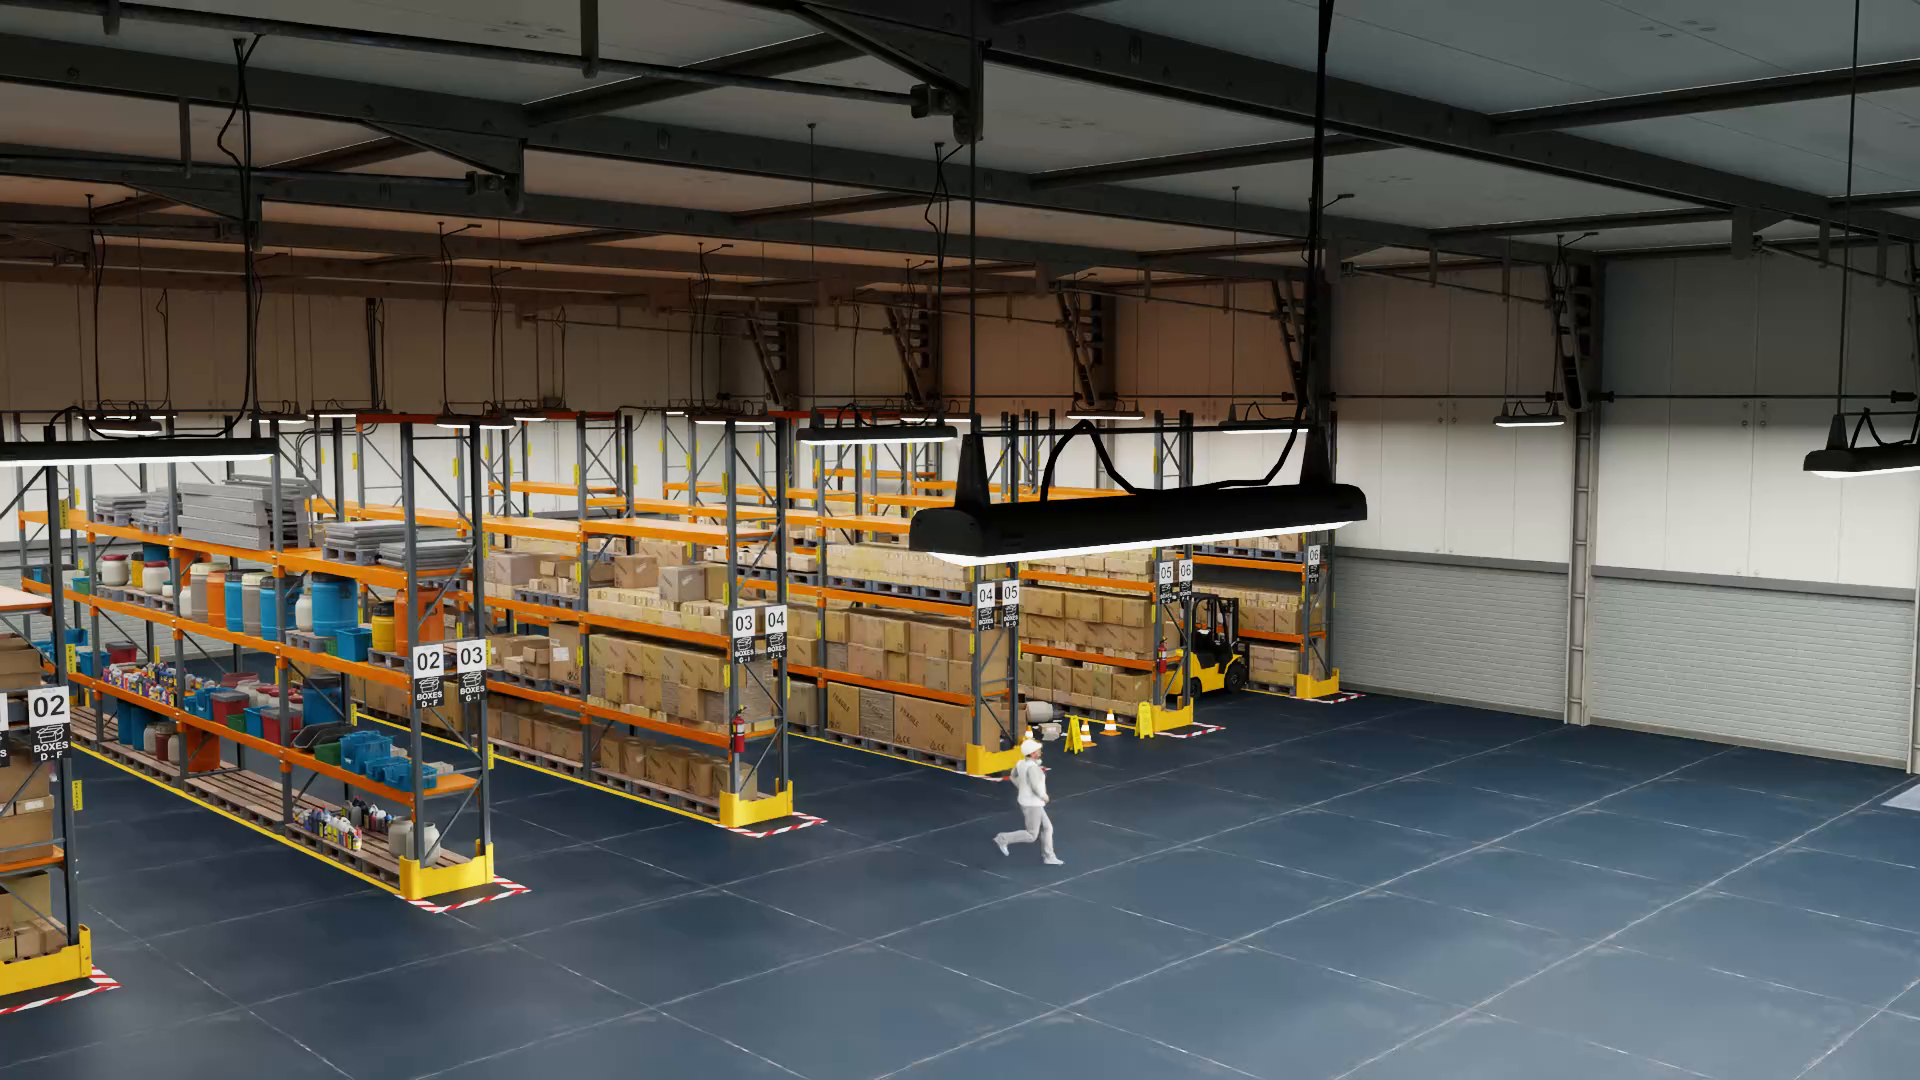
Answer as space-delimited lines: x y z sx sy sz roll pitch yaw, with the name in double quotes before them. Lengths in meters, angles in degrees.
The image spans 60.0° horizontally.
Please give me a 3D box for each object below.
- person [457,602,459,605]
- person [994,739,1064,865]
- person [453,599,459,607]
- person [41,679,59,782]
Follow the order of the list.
"person" -11.225 2.208 37.562 0.747 1.721 0.621 -4 6 -39
"person" 0.930 3.547 22.322 1.010 1.759 0.641 -1 5 -11
"person" -11.933 2.114 39.518 0.579 1.578 0.848 1 5 13
"person" -15.178 3.112 27.541 0.599 1.664 1.008 -4 7 -41
